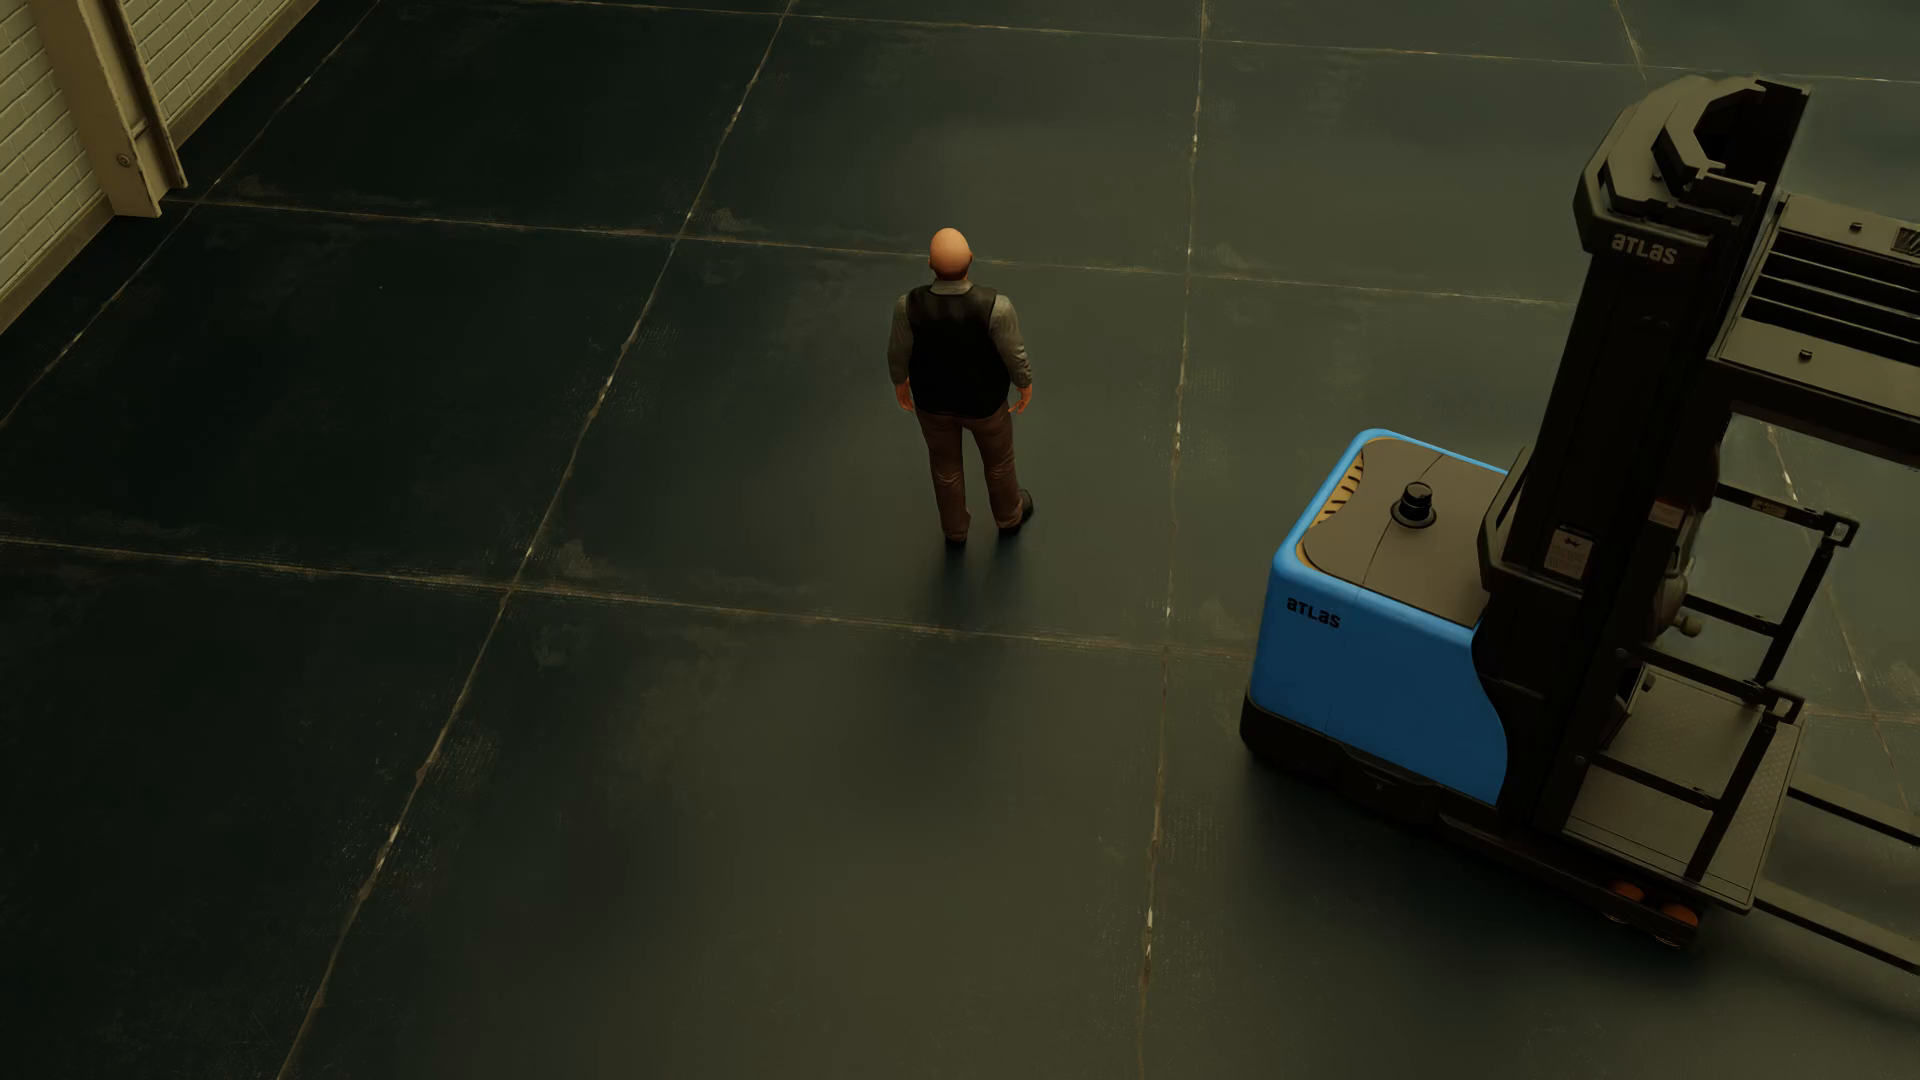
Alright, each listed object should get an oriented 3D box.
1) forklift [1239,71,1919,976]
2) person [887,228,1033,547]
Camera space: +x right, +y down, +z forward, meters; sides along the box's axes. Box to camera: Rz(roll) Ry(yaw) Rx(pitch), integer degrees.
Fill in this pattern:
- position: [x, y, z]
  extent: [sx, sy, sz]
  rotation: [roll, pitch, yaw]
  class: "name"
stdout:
- position: [2.688, 0.027, 5.695]
  extent: [3.031, 2.935, 1.130]
  rotation: [22, 47, 22]
  class: "forklift"
- position: [0.016, -0.681, 7.349]
  extent: [0.633, 1.722, 0.566]
  rotation: [5, 43, 6]
  class: "person"
